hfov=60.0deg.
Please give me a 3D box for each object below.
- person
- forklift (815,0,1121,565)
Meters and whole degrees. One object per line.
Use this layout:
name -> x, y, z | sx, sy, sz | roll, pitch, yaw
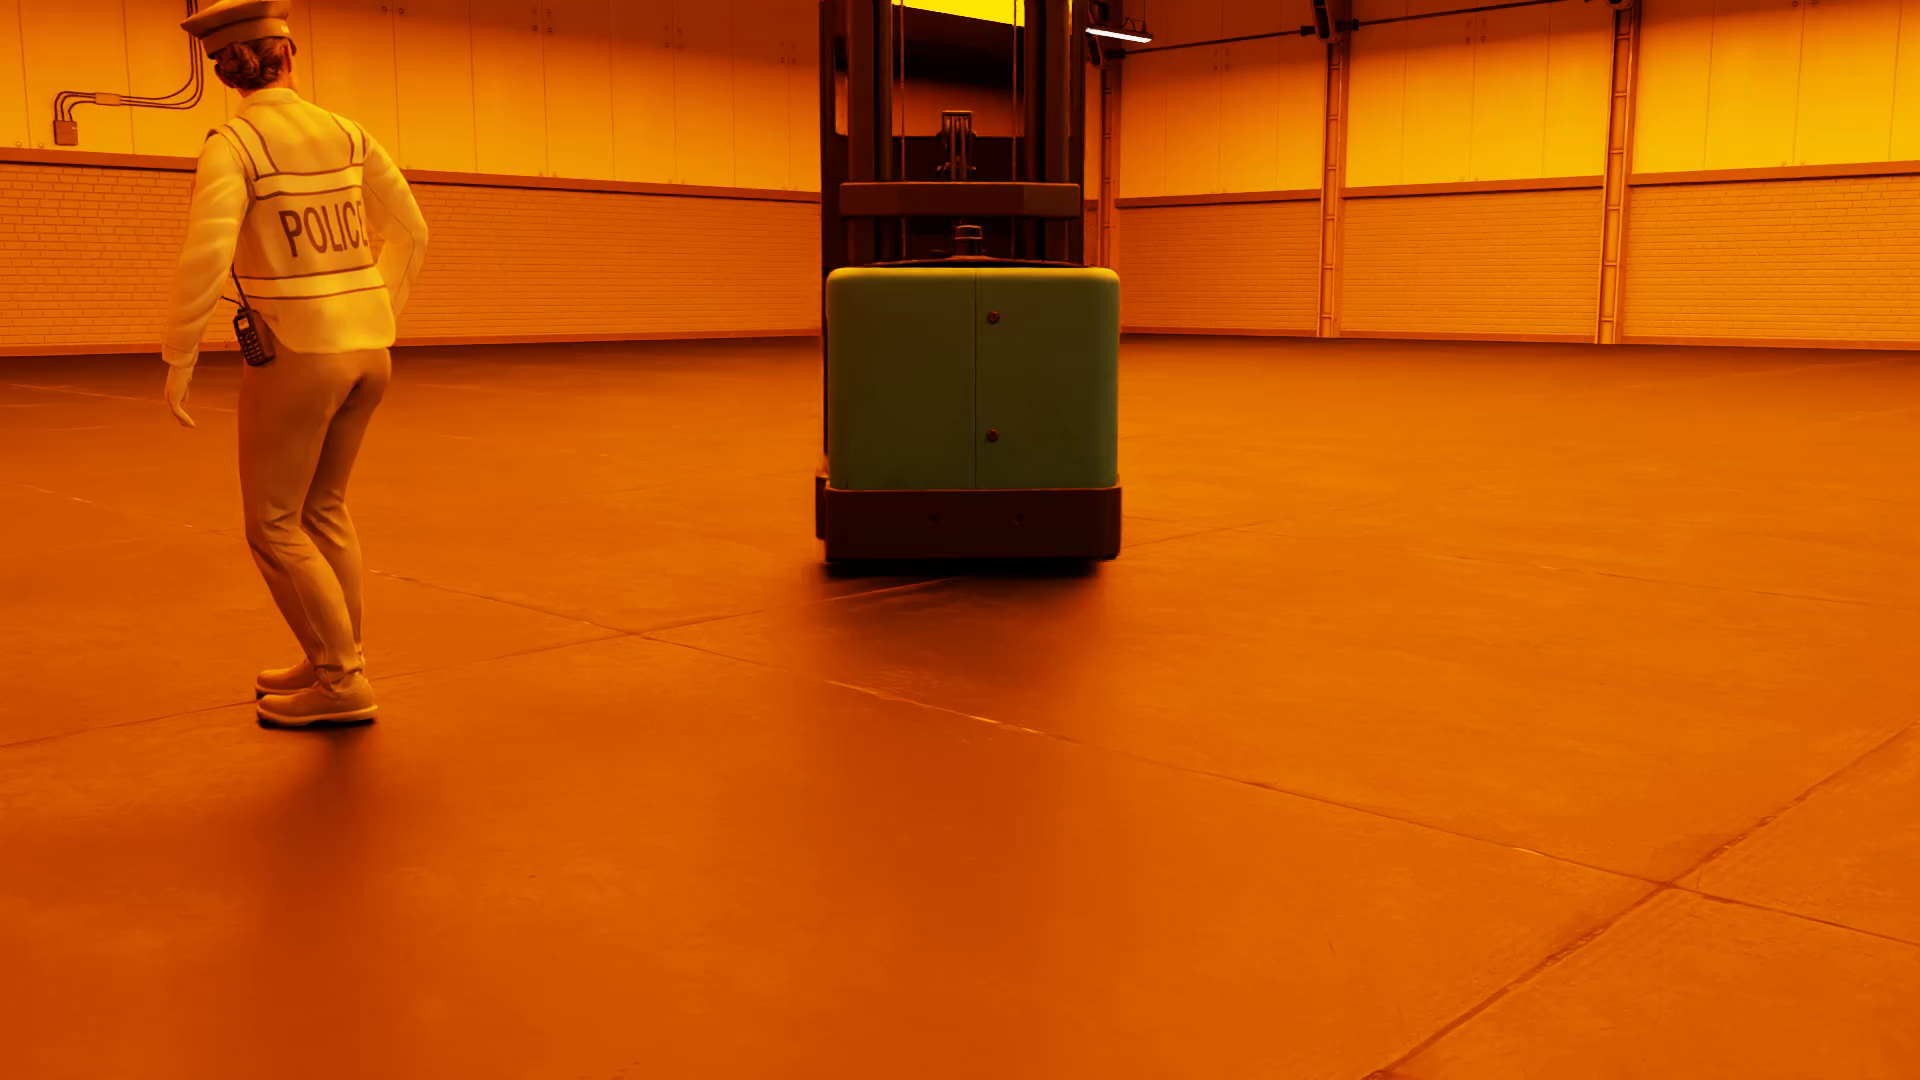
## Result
person -> -1.579, -0.400, 3.844 | 0.467, 1.653, 0.687 | 3, 9, 18
forklift -> -0.049, -1.540, 7.102 | 1.130, 2.935, 3.031 | -1, 9, -4
